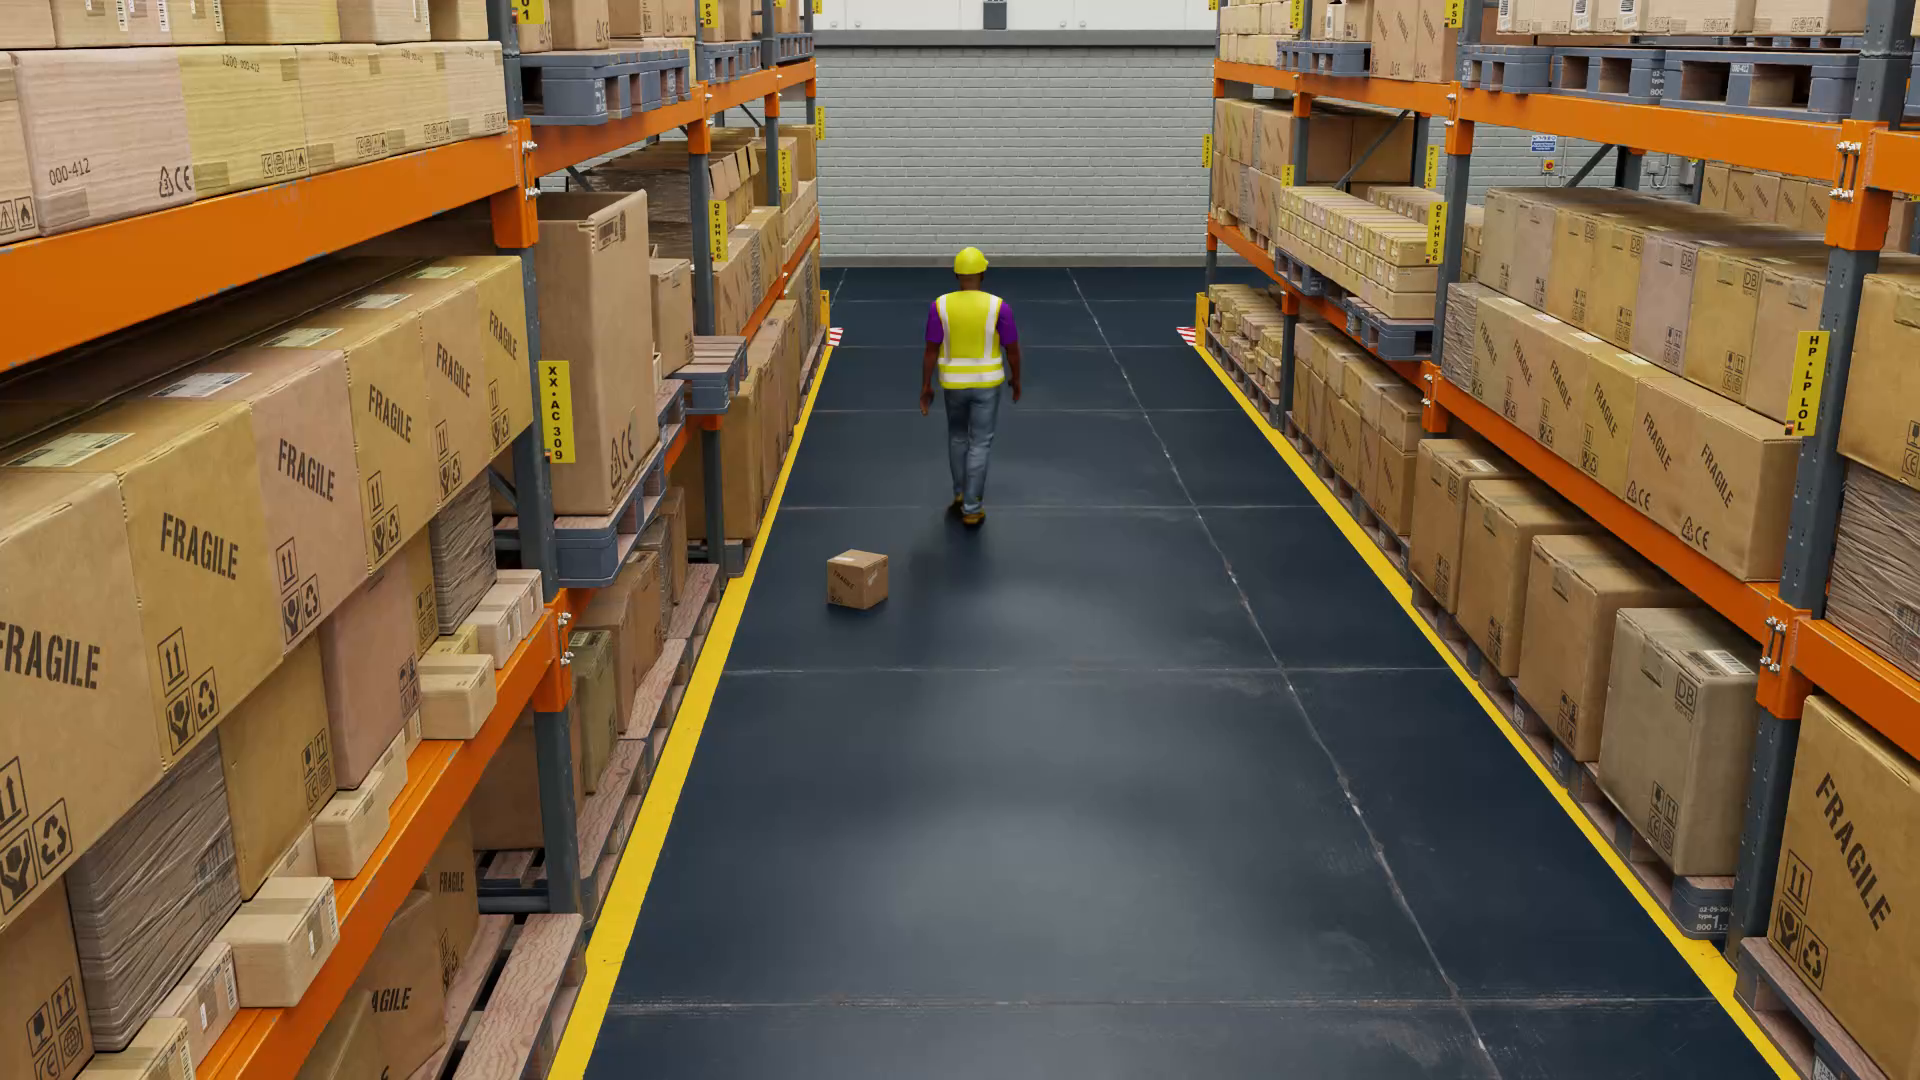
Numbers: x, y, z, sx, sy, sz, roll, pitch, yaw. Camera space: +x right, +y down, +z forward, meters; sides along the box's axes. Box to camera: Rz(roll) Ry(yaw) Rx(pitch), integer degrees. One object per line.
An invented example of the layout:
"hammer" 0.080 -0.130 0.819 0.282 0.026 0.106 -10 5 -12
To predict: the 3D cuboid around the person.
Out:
"person" 0.082 -0.981 10.753 0.625 1.824 0.649 4 17 12
